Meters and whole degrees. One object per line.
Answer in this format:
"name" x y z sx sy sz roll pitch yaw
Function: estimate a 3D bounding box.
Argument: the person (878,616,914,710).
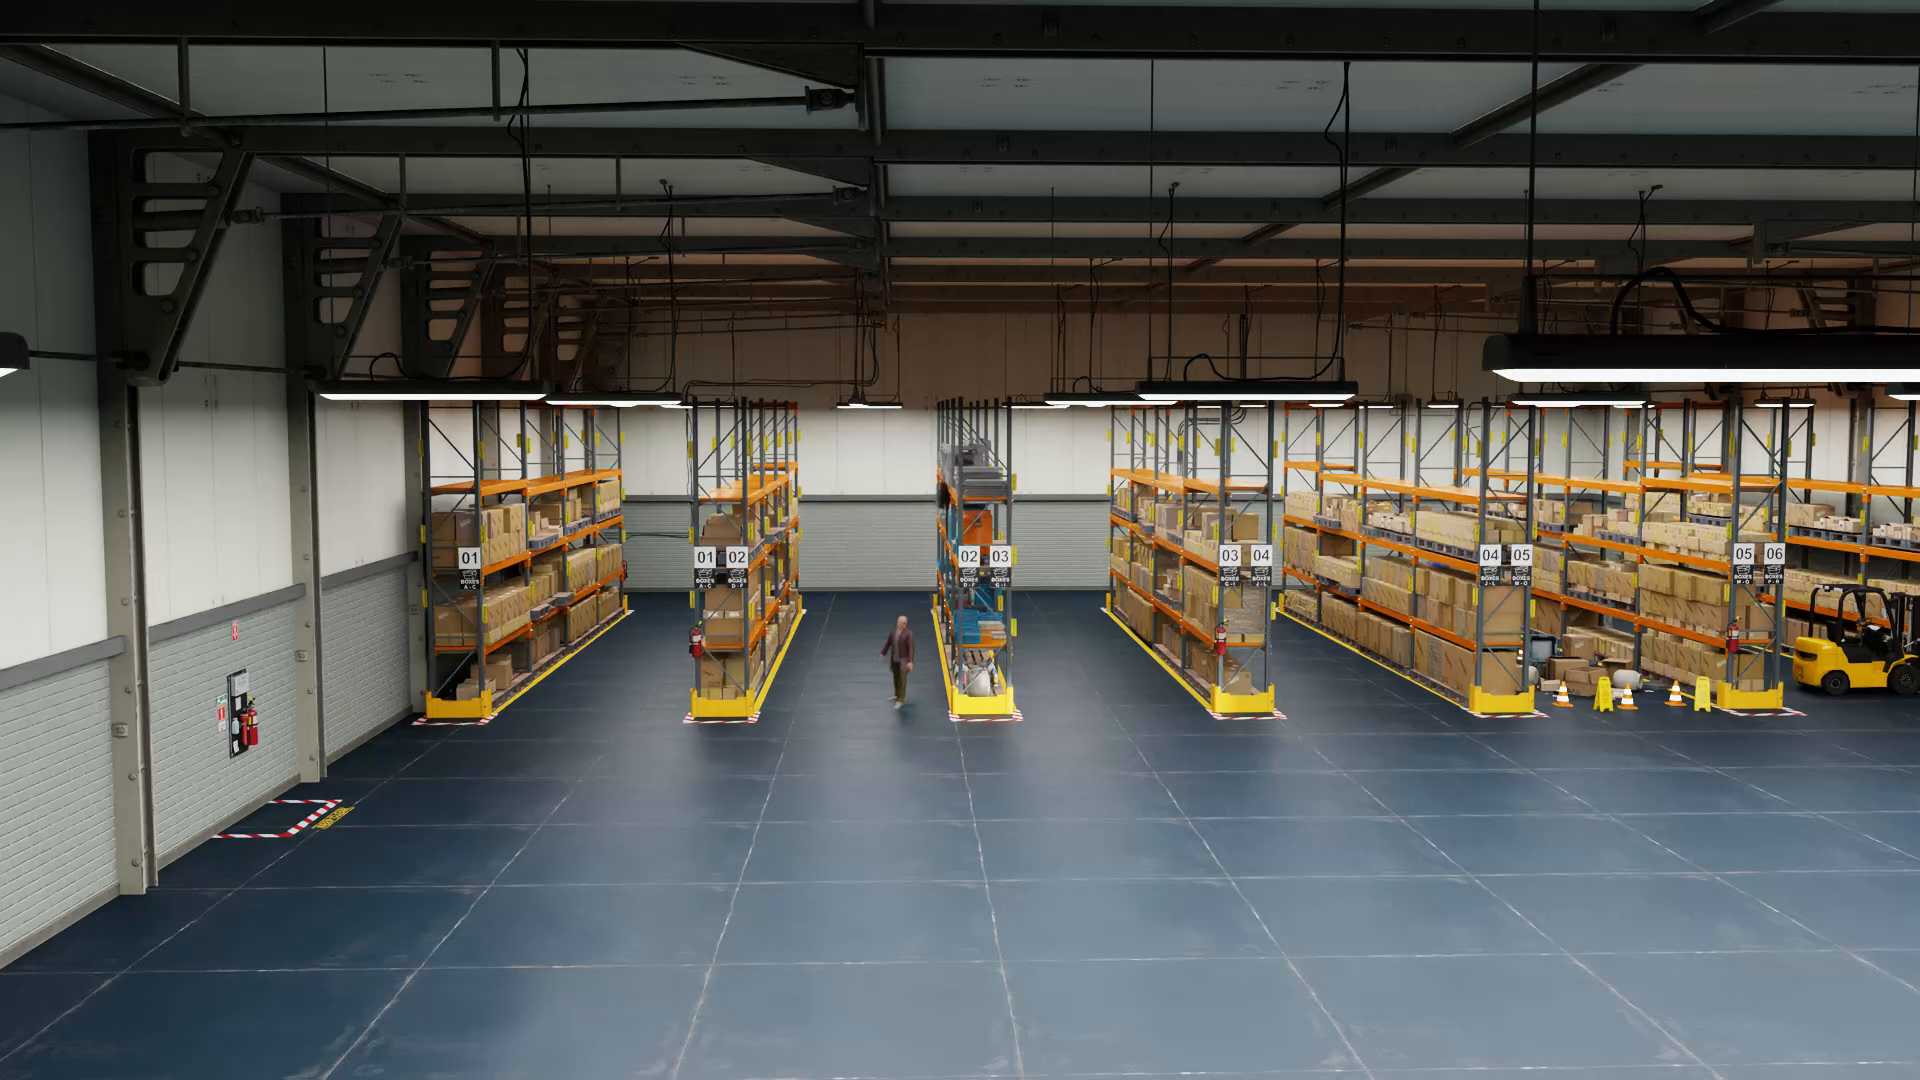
"person" -1.231 2.440 32.359 0.799 1.585 0.830 3 5 34

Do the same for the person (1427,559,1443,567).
"person" 14.201 1.189 49.079 0.849 1.498 0.592 -2 5 -20

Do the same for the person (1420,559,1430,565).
"person" 13.996 1.024 49.614 0.761 1.841 0.639 -1 4 -8
